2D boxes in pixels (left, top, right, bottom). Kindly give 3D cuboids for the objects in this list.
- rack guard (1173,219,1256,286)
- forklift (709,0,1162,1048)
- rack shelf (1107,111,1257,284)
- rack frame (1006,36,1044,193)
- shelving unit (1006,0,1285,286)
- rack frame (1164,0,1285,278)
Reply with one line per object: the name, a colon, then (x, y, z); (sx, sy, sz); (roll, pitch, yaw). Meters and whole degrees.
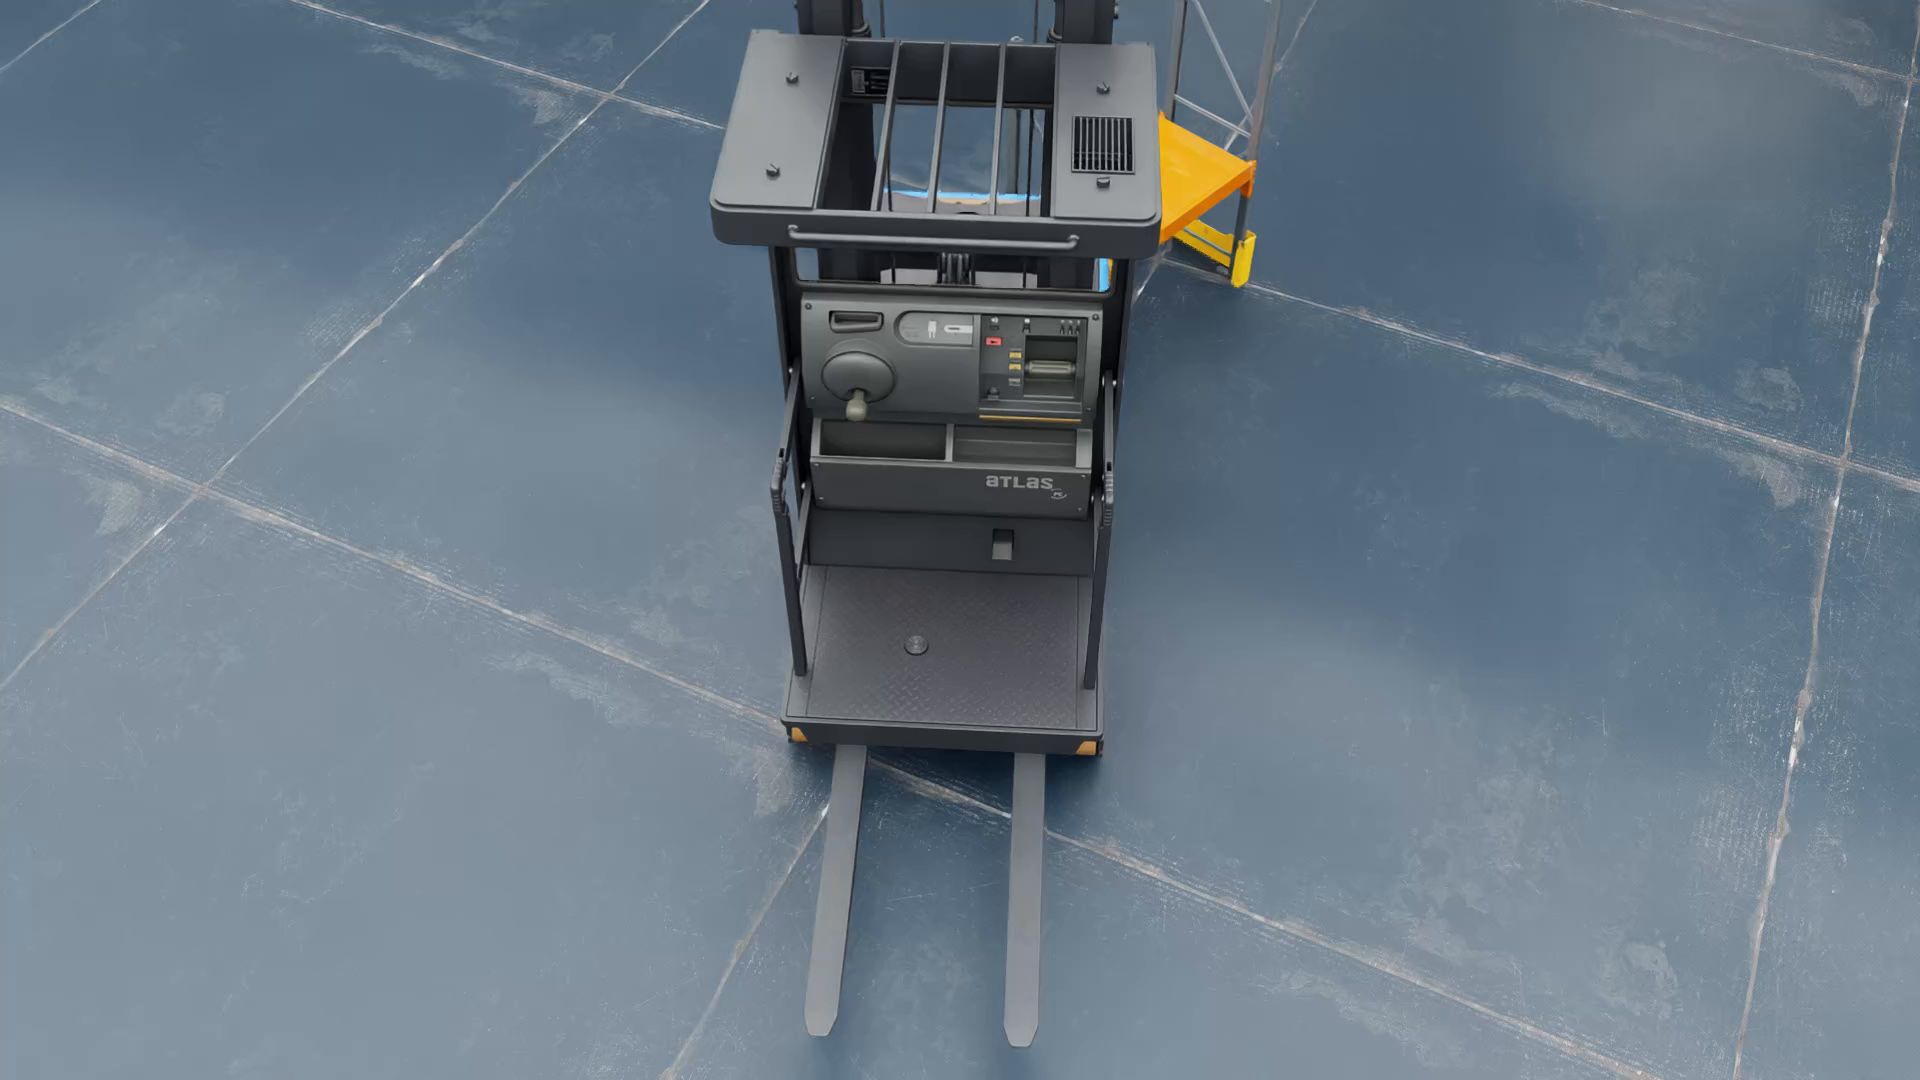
rack guard: (1.082, -1.403, 7.595); (0.587, 0.250, 0.087); (36, 59, 27)
forklift: (-0.037, -0.451, 5.024); (1.130, 2.935, 3.031); (2, 50, 2)
rack shelf: (0.730, -1.414, 7.020); (0.538, 0.185, 1.000); (36, 59, 27)
rack frame: (0.377, -1.252, 6.646); (0.500, 1.500, 0.032); (36, 59, 27)
shelving unit: (0.736, -1.535, 6.887); (0.587, 1.500, 1.083); (36, 59, 27)
rack frame: (1.083, -1.809, 7.119); (0.500, 1.500, 0.032); (36, 59, 27)
